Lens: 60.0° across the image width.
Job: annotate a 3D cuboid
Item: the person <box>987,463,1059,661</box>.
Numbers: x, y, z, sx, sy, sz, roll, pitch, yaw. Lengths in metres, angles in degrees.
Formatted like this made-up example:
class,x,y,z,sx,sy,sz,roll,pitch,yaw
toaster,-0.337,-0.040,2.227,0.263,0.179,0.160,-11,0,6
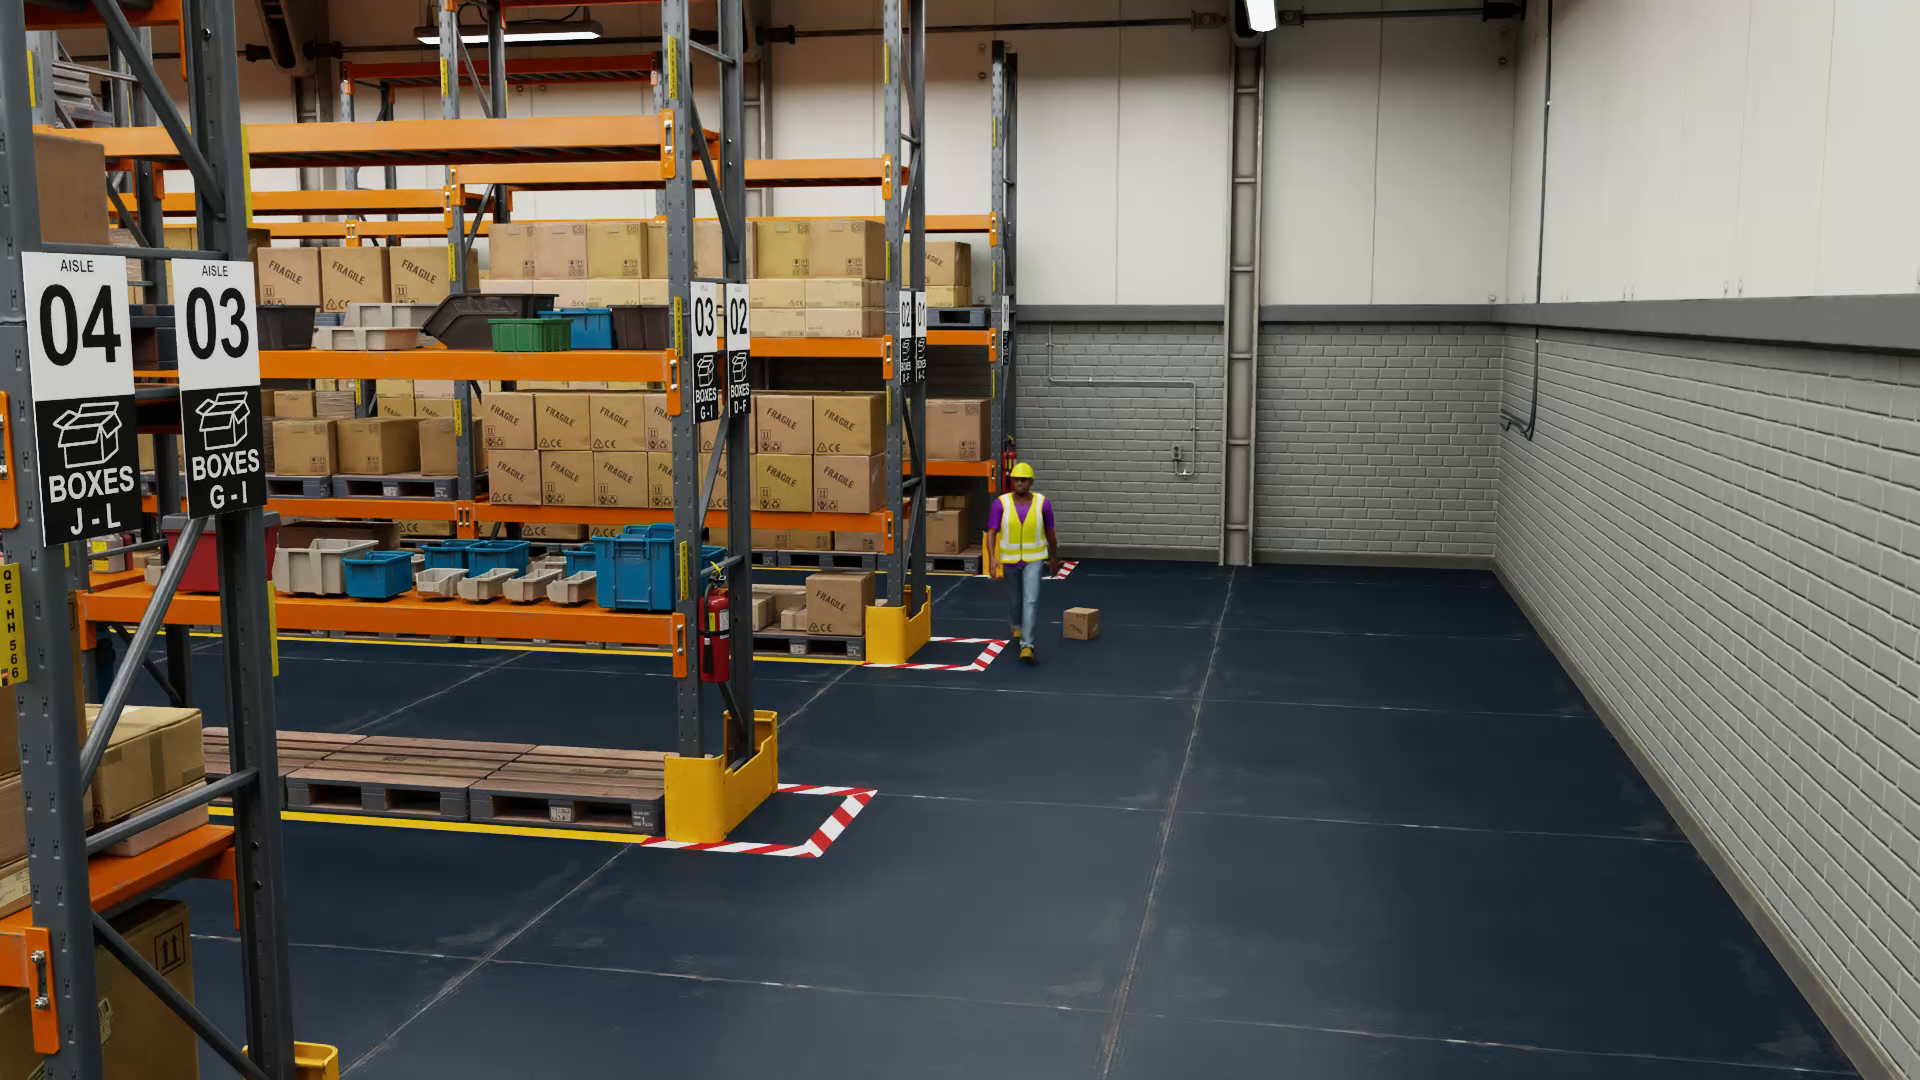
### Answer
class,x,y,z,sx,sy,sz,roll,pitch,yaw
person,0.548,0.167,14.659,0.608,1.709,1.123,1,8,9
